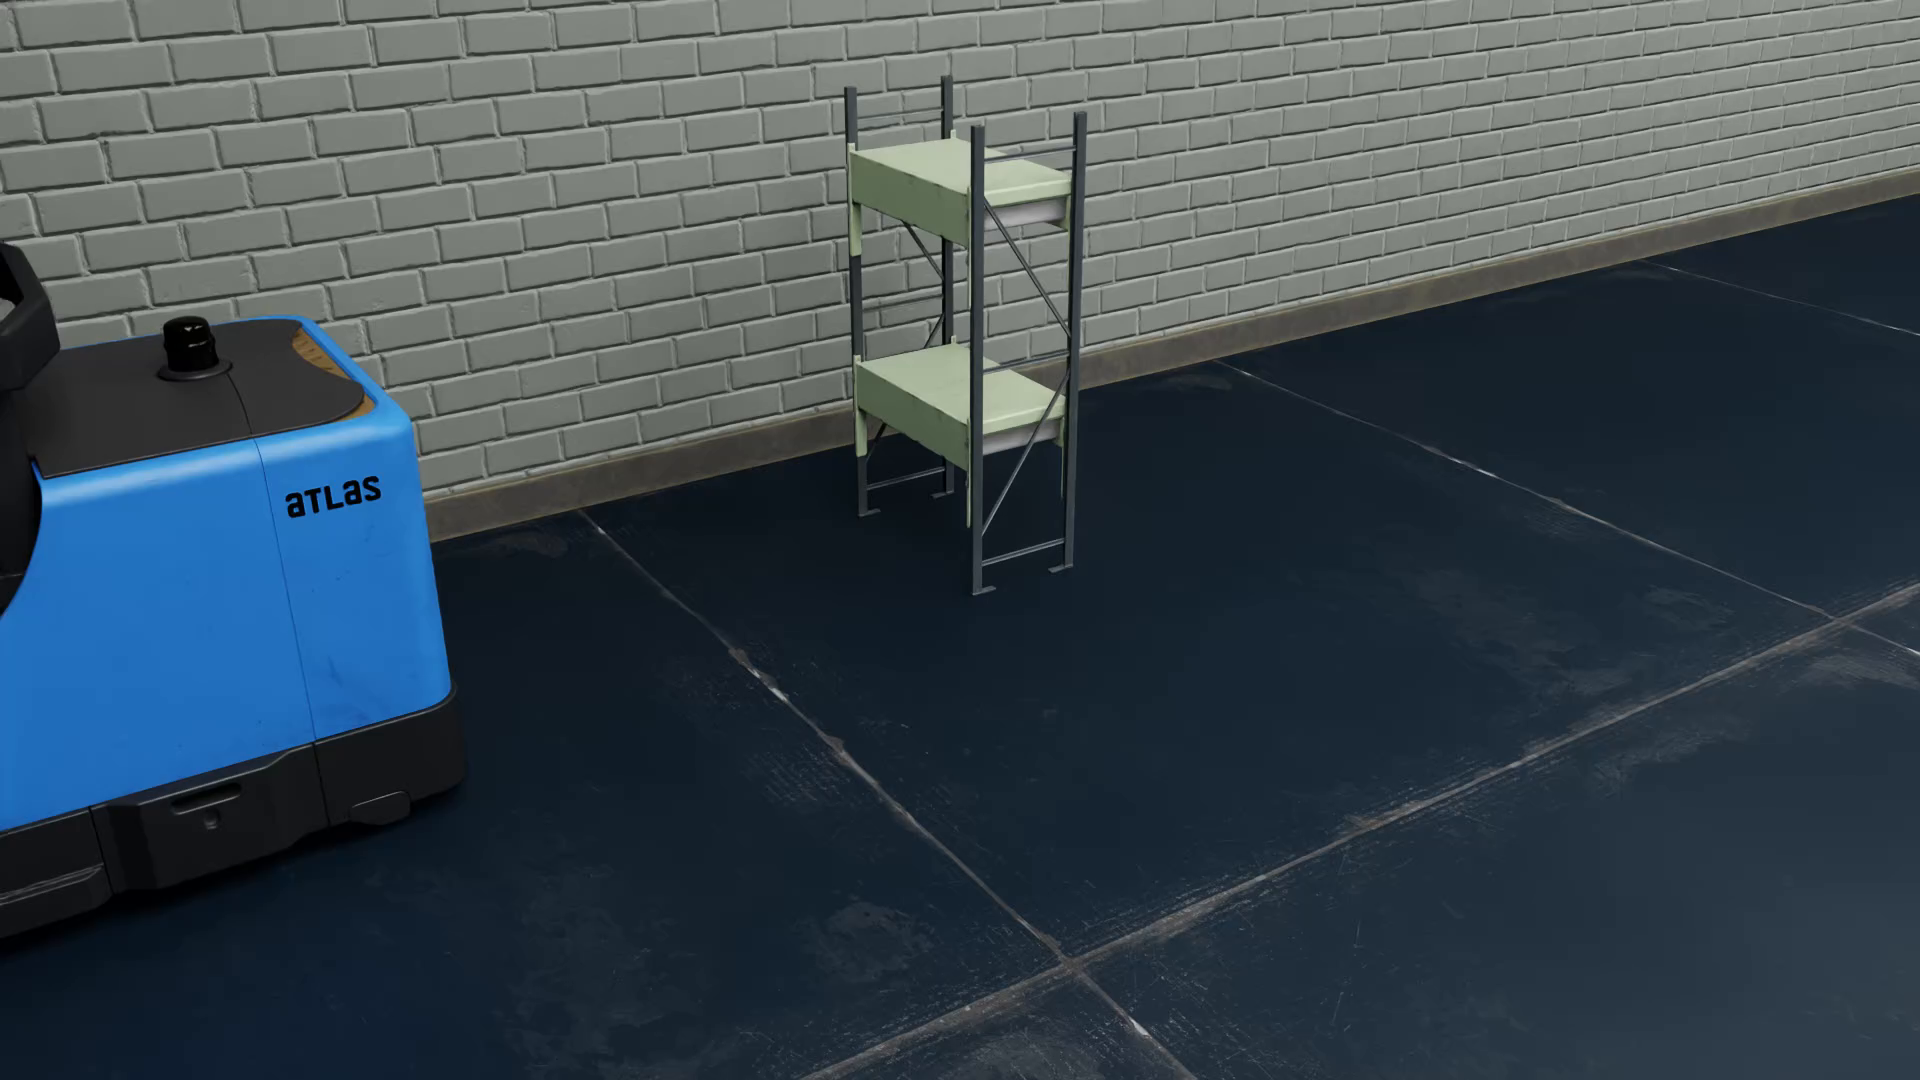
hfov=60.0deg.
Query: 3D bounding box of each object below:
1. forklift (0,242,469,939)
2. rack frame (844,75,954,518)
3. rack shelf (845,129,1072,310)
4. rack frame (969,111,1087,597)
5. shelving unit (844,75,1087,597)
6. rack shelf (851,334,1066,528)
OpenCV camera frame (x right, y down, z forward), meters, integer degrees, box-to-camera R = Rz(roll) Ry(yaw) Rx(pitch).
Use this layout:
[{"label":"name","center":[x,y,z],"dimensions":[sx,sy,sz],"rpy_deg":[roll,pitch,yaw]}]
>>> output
[{"label":"forklift","center":[-2.785,-0.473,3.319],"dimensions":[3.031,2.935,1.130],"rpy_deg":[-16,30,-30]},{"label":"rack frame","center":[-0.196,-0.807,5.702],"dimensions":[0.400,1.500,0.023],"rpy_deg":[-16,29,-30]},{"label":"rack shelf","center":[0.004,-1.029,5.258],"dimensions":[0.431,0.370,0.720],"rpy_deg":[-16,29,-30]},{"label":"rack frame","center":[0.203,-0.545,5.147],"dimensions":[0.400,1.500,0.023],"rpy_deg":[-16,29,-30]},{"label":"shelving unit","center":[0.004,-0.676,5.425],"dimensions":[0.431,1.500,0.755],"rpy_deg":[-16,29,-30]},{"label":"rack shelf","center":[0.004,-0.381,5.564],"dimensions":[0.431,0.370,0.720],"rpy_deg":[-16,29,-30]}]
